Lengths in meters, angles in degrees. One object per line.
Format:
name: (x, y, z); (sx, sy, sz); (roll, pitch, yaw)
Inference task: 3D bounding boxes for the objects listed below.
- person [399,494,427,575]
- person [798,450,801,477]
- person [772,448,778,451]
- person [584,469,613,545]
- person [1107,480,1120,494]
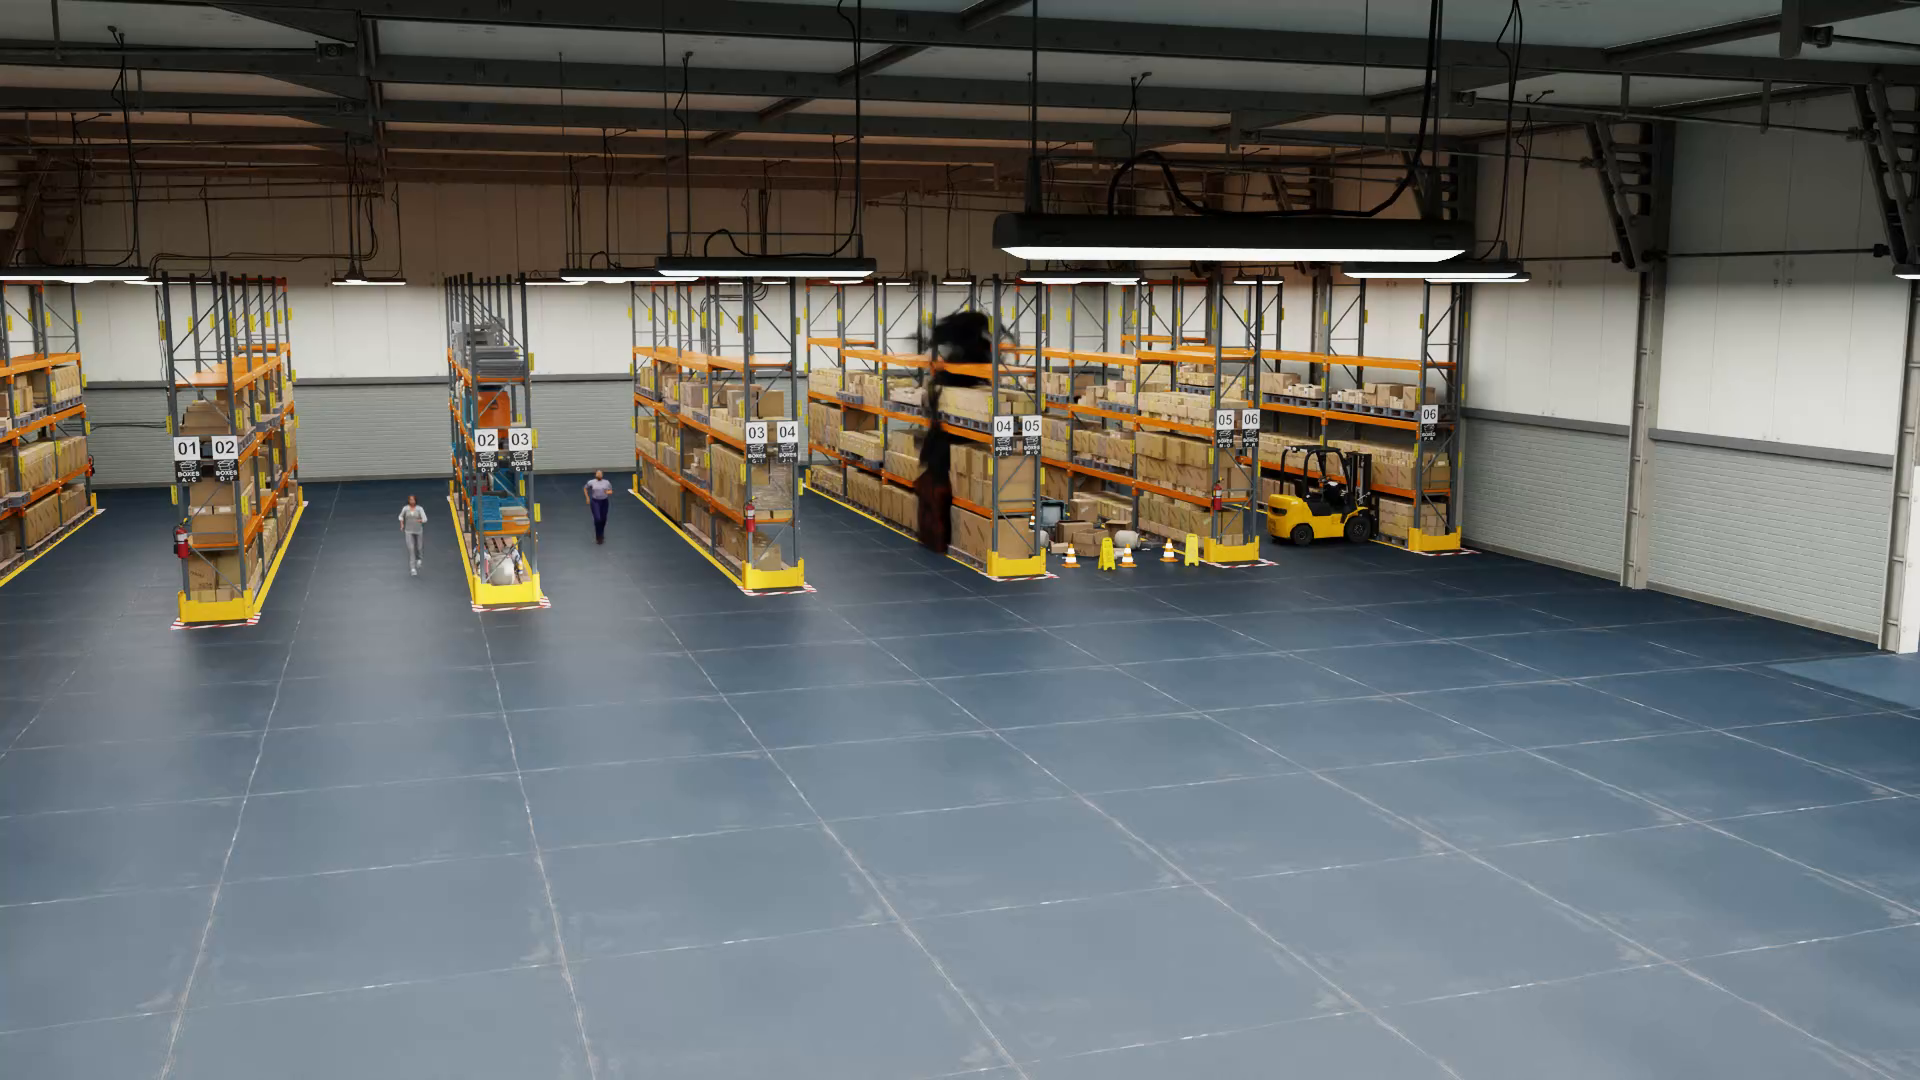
person: (-11.026, -0.136, 33.563); (0.537, 1.585, 0.893); (-3, 9, -19)
person: (-4.574, -1.876, 44.673); (0.692, 1.771, 0.686); (-2, 9, -15)
person: (-5.540, -2.266, 47.662); (0.668, 1.661, 0.593); (-1, 9, -9)
person: (-8.175, -0.766, 37.704); (0.582, 1.708, 0.775); (-5, 10, -31)
person: (4.222, -1.909, 45.457); (0.597, 1.622, 0.621); (-2, 9, -12)
